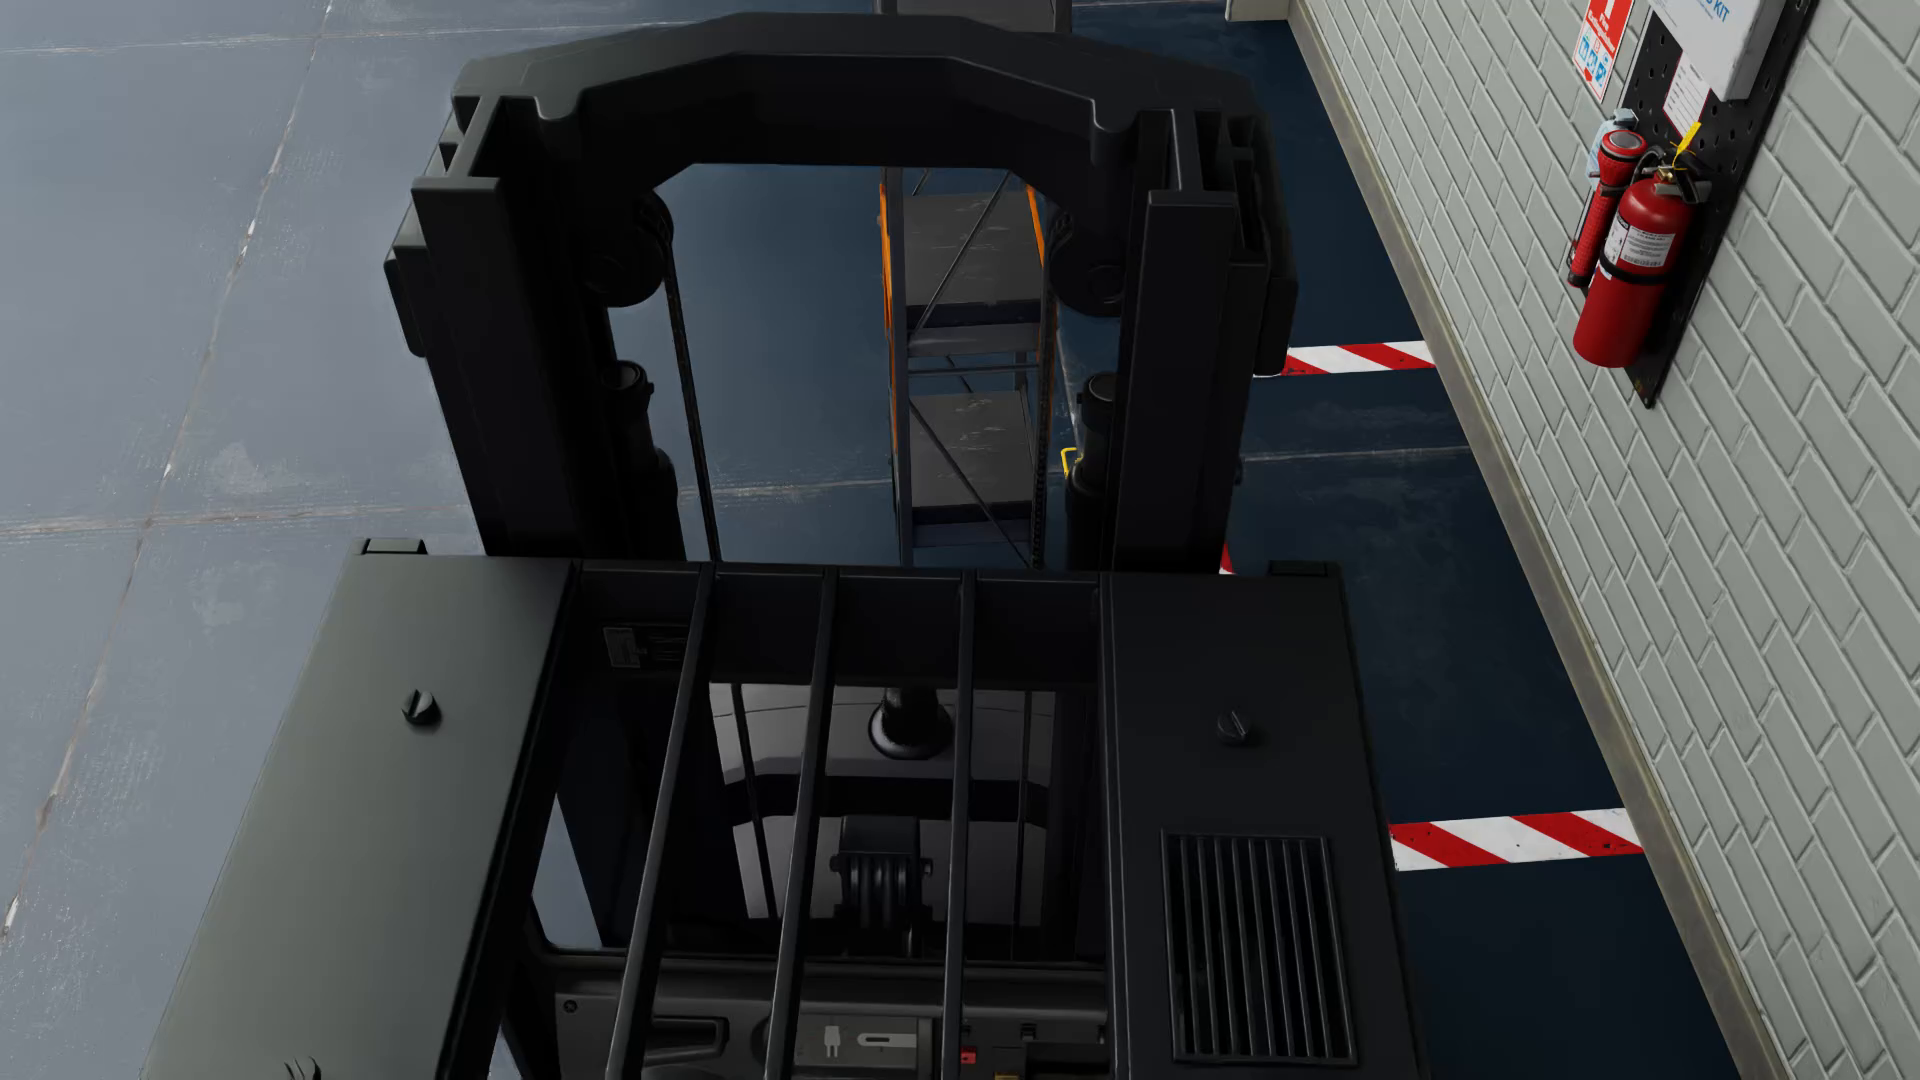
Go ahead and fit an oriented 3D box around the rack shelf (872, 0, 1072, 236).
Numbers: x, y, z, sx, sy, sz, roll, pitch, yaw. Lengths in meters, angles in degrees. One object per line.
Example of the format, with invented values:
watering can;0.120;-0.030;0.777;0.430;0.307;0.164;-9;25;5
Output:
rack shelf;0.014;-1.074;3.876;0.431;0.518;0.480;-3;47;-3

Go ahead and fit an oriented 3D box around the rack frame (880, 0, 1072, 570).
rack frame;0.034;-0.426;4.207;0.400;2.100;0.015;-3;47;-3

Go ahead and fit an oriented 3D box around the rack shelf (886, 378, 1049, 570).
rack shelf;0.014;-0.112;4.892;0.431;0.518;0.480;-3;47;-3

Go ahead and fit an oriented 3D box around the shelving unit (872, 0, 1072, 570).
shelving unit;0.014;-0.602;4.374;0.431;2.100;0.503;-3;47;-3

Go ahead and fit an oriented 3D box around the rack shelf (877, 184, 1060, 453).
rack shelf;0.014;-0.593;4.384;0.431;0.518;0.480;-3;47;-3

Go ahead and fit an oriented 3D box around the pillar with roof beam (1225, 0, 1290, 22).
pillar with roof beam;-2.956;-5.308;4.079;9.100;9.000;0.400;-3;47;-3

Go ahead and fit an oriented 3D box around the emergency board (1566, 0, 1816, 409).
emergency board;1.667;-0.956;4.089;0.194;1.169;0.643;-3;47;-3

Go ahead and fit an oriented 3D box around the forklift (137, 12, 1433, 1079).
forklift;-0.136;0.938;2.343;1.130;2.935;3.031;1;47;1

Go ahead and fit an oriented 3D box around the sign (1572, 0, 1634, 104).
sign;1.724;-1.374;4.461;0.001;0.329;0.234;-3;47;-3

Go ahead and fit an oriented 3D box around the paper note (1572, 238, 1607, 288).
paper note;1.721;-0.785;4.534;0.016;0.148;0.142;-3;47;-3

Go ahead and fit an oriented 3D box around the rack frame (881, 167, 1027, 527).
rack frame;-0.007;-0.779;4.541;0.400;2.100;0.015;-3;47;-3
